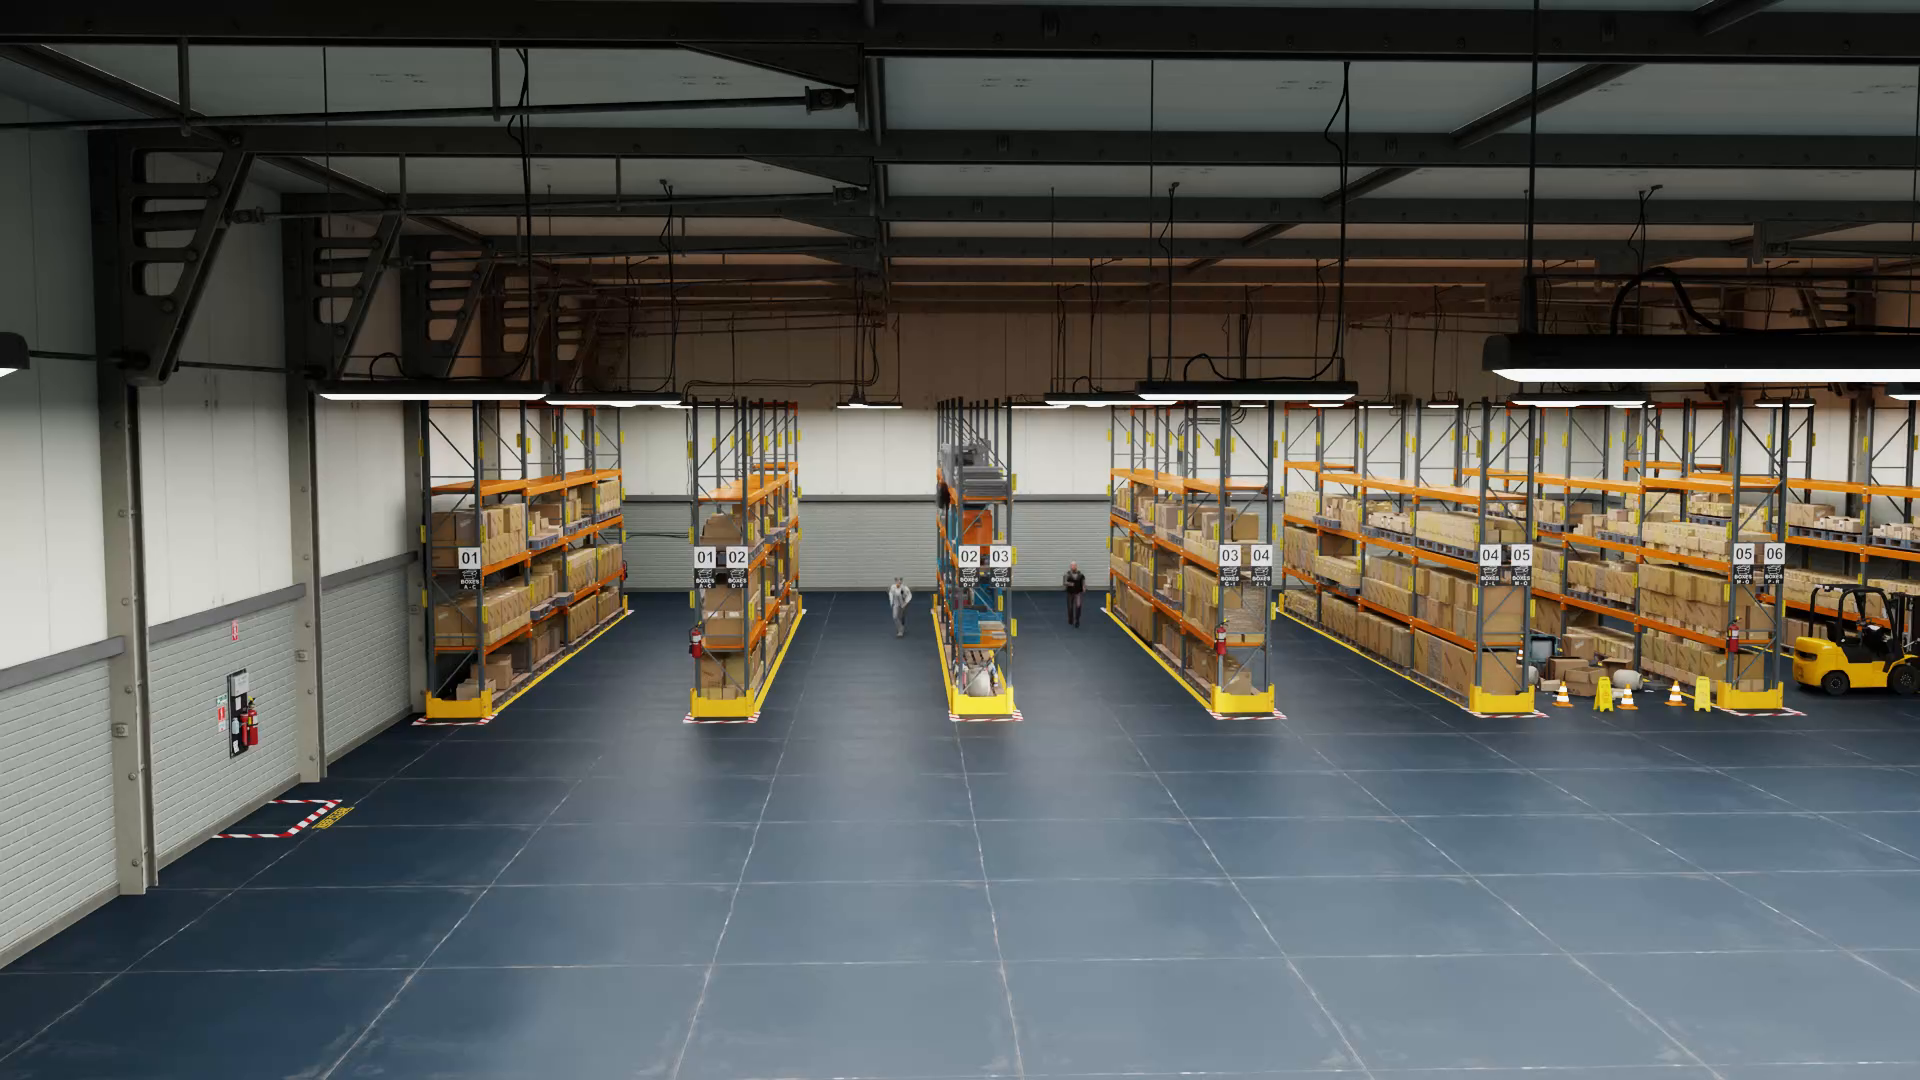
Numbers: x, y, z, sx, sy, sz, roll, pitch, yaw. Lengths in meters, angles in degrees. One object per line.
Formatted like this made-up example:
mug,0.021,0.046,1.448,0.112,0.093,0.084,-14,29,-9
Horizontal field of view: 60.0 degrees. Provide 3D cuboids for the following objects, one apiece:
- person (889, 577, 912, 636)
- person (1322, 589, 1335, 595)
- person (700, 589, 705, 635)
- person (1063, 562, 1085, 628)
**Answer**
person,-1.503,1.698,42.692,0.611,1.571,0.984,1,4,11
person,10.956,1.022,49.783,0.840,1.802,0.572,-3,5,-31
person,-6.475,1.701,42.393,0.573,1.500,0.854,-1,5,-17
person,3.032,1.459,44.167,0.629,1.774,0.832,0,4,-2
